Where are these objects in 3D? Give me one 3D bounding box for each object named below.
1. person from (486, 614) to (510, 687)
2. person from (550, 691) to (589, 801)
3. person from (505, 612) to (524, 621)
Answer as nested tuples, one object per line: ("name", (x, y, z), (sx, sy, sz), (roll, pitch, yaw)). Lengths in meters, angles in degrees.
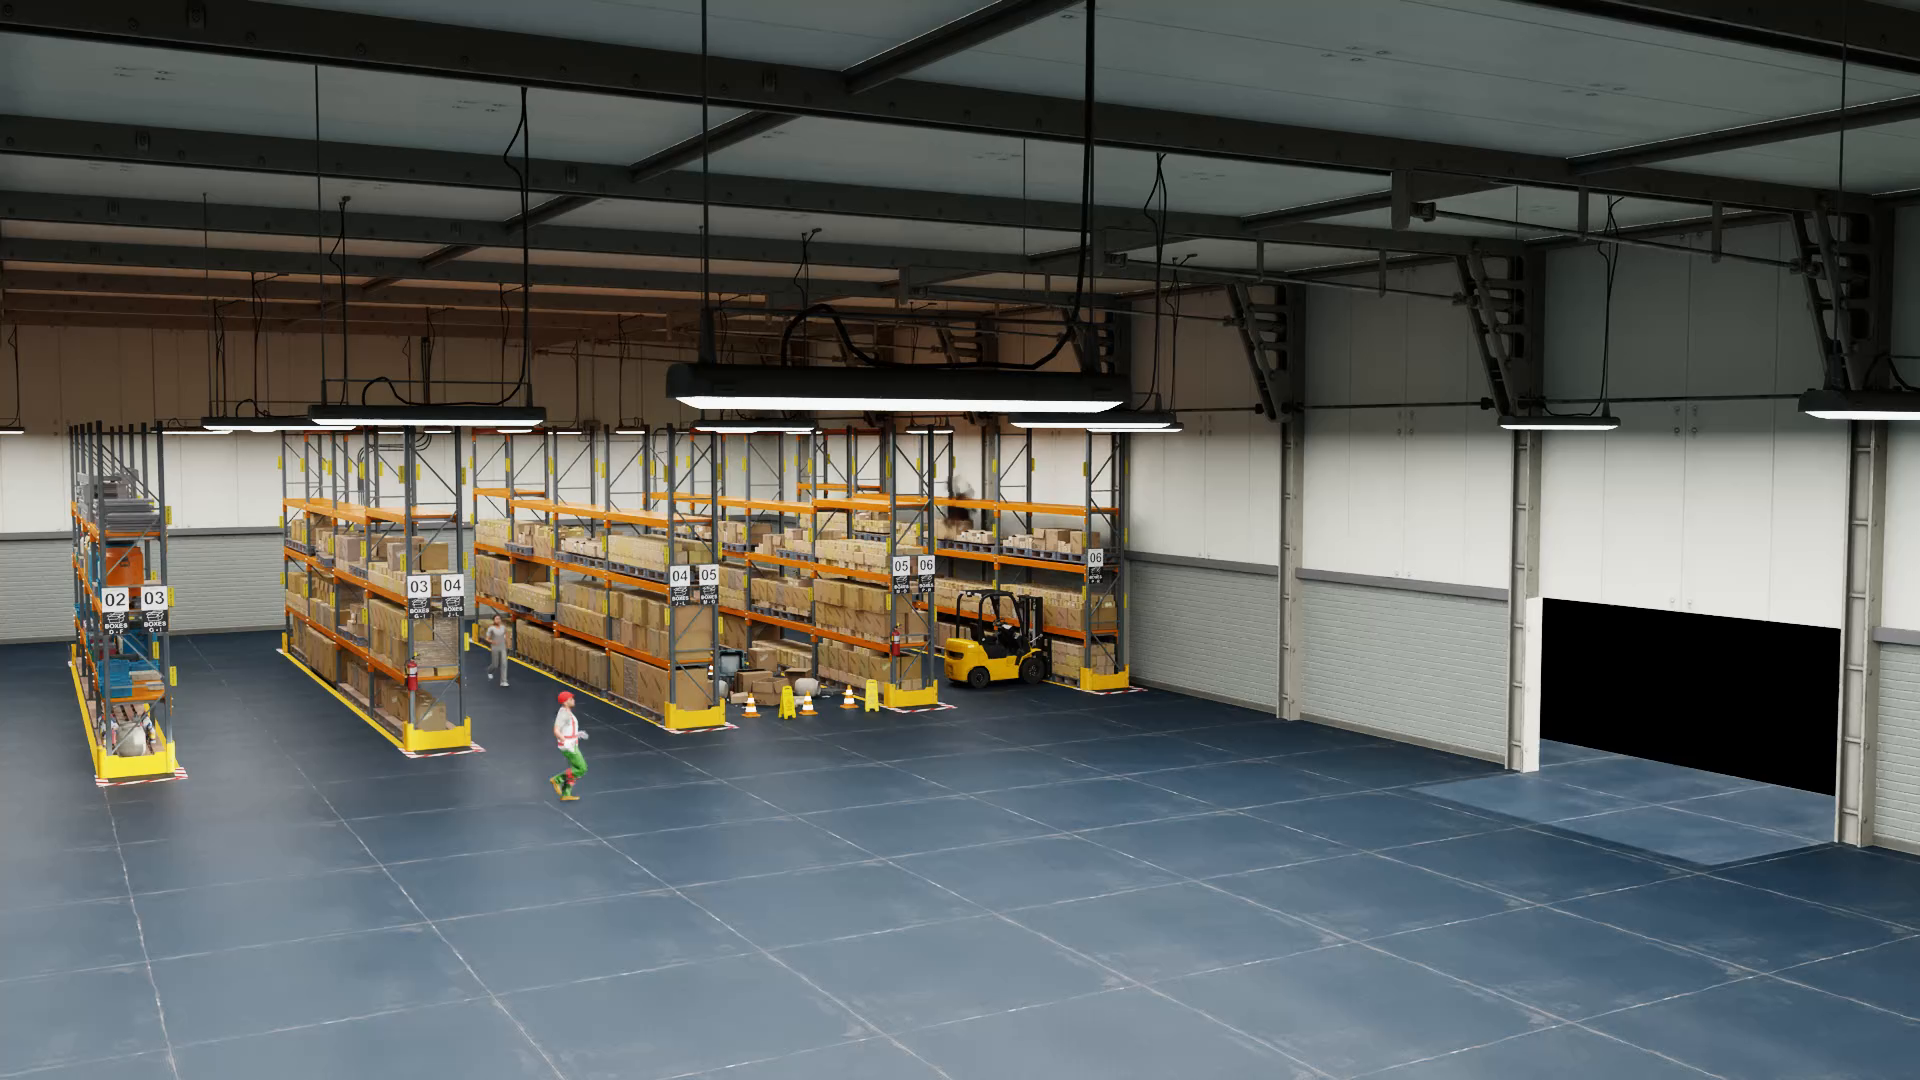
("person", (-10.627, 2.528, 38.312), (0.584, 1.632, 0.970), (-3, 4, -37))
("person", (-6.141, 3.237, 26.126), (0.594, 1.735, 0.657), (-1, 4, -10))
("person", (-12.991, 1.857, 48.554), (0.758, 1.773, 0.679), (-2, 4, -32))
